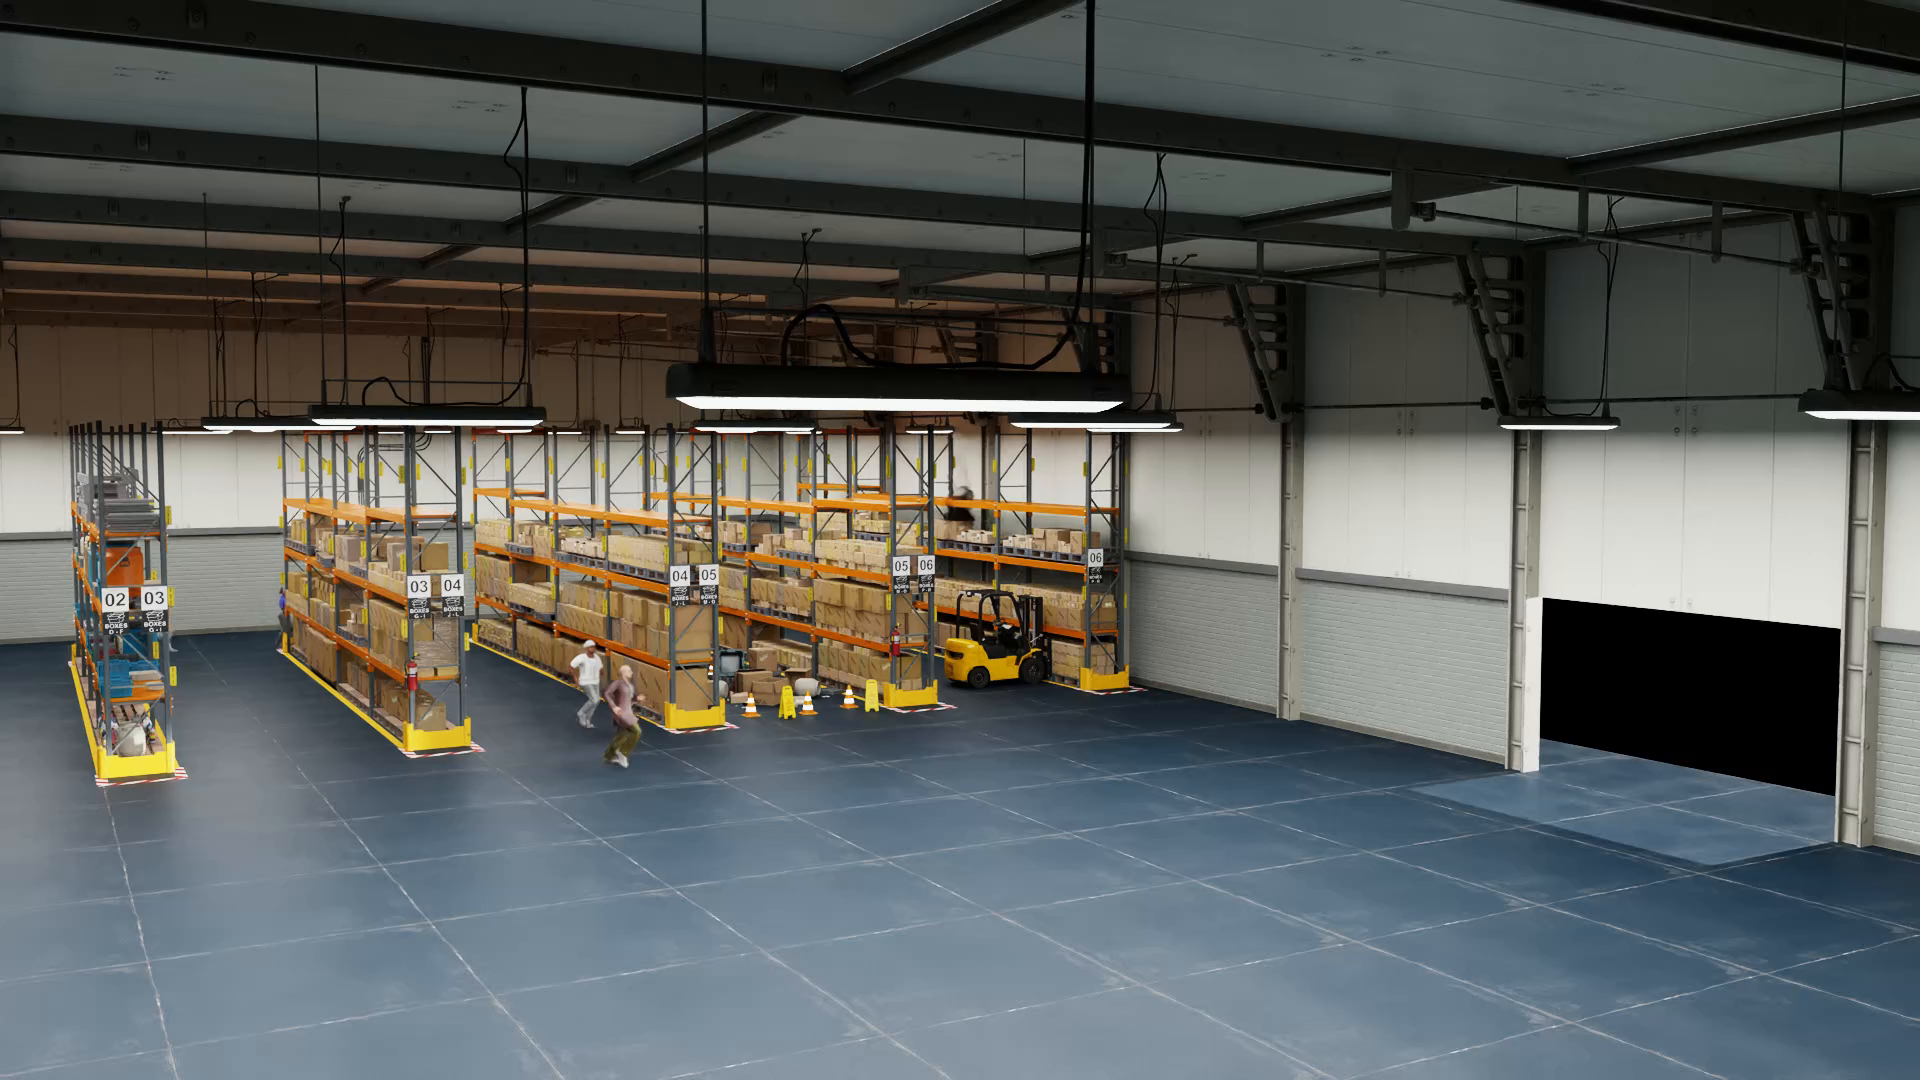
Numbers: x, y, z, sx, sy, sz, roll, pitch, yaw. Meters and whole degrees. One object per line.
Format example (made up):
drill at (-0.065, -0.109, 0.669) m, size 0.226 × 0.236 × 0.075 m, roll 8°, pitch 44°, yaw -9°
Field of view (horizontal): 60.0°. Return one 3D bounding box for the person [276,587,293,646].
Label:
person at (-18.501, 2.091, 45.700) m, size 0.591 × 1.622 × 0.566 m, roll 0°, pitch 4°, yaw -4°

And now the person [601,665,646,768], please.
person at (-5.852, 3.058, 28.901) m, size 0.789 × 1.764 × 0.696 m, roll 0°, pitch 4°, yaw 2°

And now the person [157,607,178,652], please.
person at (-21.360, 2.120, 44.422) m, size 0.795 × 1.766 × 0.688 m, roll -2°, pitch 4°, yaw -27°

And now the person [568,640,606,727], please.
person at (-7.245, 2.832, 32.675) m, size 0.632 × 1.731 × 0.685 m, roll 2°, pitch 4°, yaw 35°
